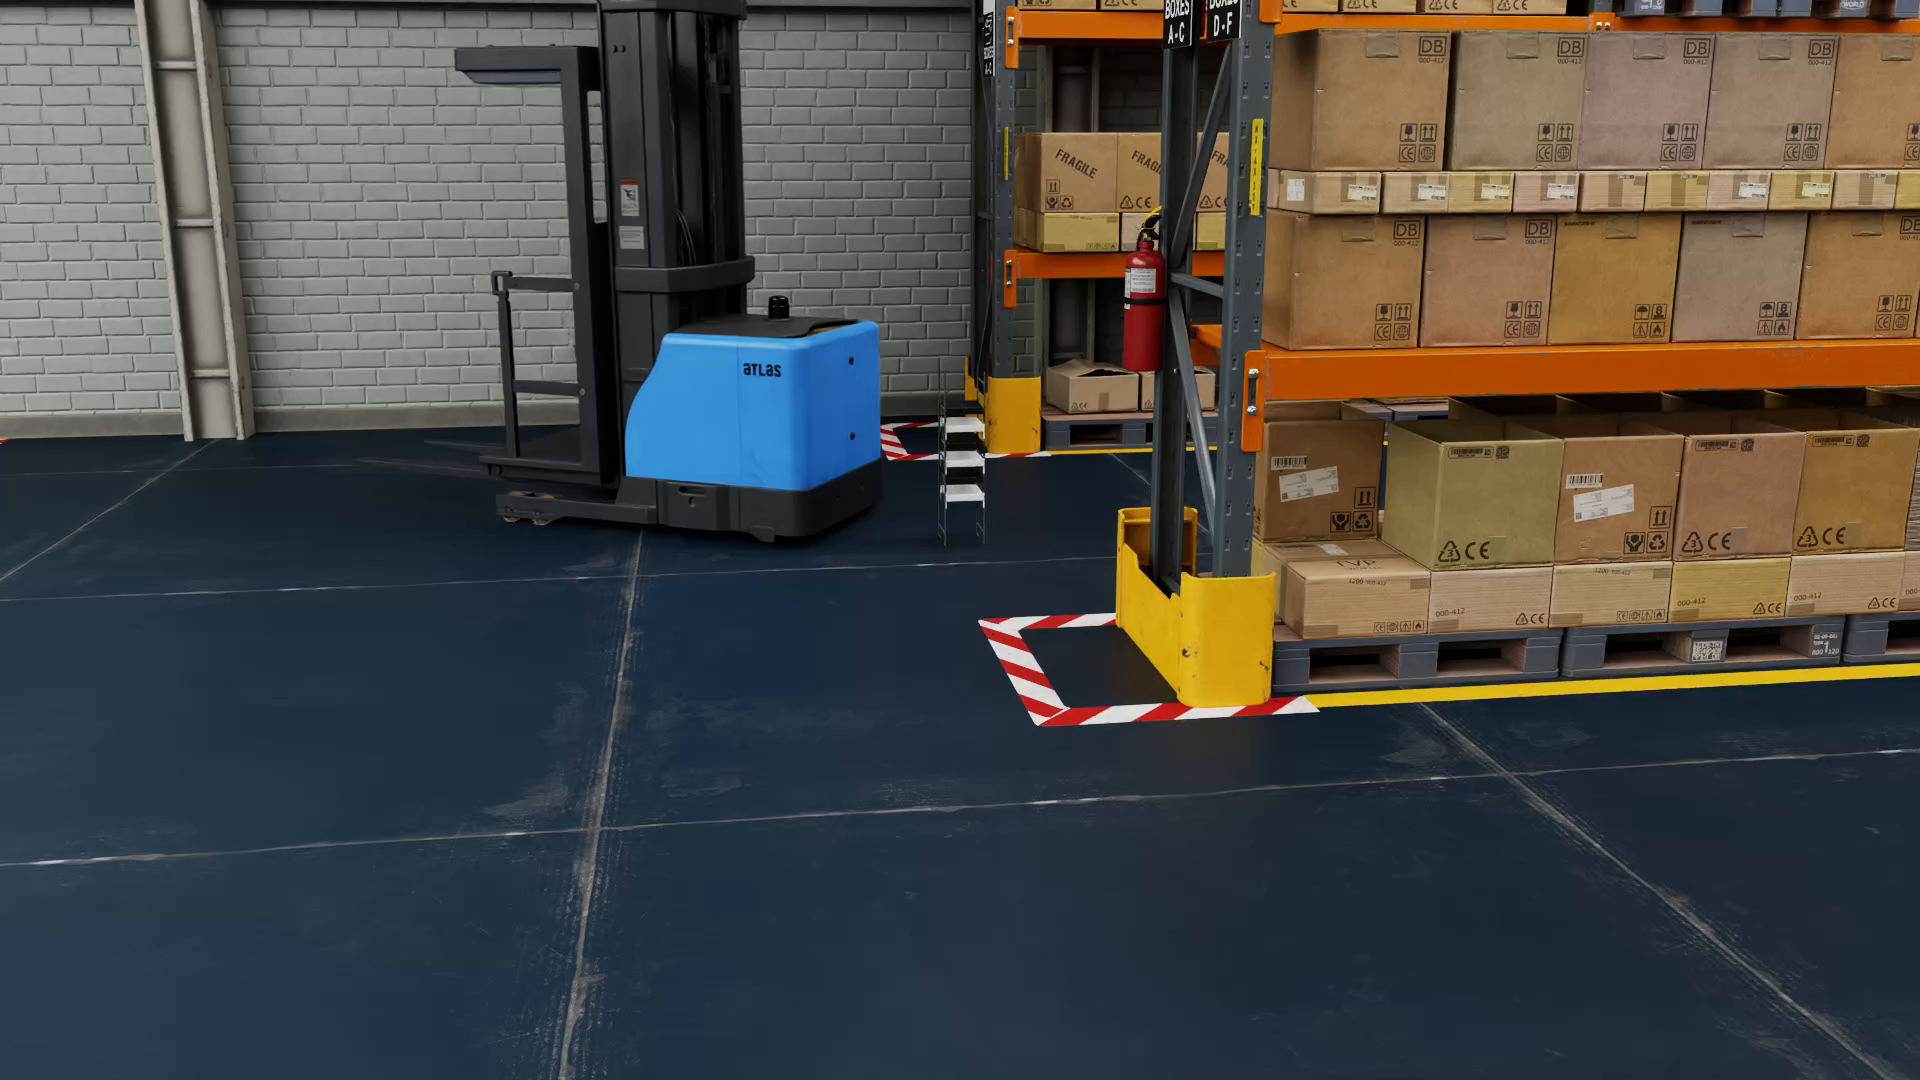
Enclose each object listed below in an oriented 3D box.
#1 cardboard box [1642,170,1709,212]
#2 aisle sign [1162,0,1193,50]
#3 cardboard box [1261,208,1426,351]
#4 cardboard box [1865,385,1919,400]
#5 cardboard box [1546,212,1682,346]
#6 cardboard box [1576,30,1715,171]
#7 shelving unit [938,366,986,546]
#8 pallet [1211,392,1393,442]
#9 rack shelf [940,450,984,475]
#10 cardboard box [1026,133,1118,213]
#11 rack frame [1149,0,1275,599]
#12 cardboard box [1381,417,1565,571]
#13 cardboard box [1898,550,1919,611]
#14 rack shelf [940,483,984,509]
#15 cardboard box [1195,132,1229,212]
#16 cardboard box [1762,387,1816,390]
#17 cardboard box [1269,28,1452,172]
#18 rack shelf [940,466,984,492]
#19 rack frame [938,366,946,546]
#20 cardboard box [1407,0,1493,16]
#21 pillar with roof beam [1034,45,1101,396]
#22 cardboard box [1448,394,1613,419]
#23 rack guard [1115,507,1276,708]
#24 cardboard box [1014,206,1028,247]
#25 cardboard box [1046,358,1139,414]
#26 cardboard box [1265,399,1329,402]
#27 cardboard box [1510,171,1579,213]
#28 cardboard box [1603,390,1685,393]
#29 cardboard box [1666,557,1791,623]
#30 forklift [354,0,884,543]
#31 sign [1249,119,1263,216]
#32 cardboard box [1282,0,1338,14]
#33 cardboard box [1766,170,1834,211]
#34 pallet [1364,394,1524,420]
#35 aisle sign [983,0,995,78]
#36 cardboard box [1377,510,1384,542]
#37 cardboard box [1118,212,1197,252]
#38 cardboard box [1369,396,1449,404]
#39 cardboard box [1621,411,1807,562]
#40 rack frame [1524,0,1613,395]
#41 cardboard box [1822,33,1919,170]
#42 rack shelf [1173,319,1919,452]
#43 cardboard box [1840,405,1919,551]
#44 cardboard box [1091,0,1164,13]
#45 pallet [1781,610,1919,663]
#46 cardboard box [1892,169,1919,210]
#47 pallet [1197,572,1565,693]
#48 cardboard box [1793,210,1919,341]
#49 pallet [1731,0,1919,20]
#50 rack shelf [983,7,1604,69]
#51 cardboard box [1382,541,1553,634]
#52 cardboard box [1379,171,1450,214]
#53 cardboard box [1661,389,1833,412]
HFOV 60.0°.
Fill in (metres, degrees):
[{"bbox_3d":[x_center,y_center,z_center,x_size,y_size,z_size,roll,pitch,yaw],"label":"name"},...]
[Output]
[{"bbox_3d":[2.646,-1.345,6.378,0.250,0.149,0.380,-2,14,-9],"label":"cardboard box"},{"bbox_3d":[0.844,-2.301,6.387,0.004,0.787,0.394,-2,14,-8],"label":"aisle sign"},{"bbox_3d":[1.416,-1.034,6.474,0.500,0.500,0.700,-2,14,-8],"label":"cardboard box"},{"bbox_3d":[4.403,-0.409,7.434,0.500,0.500,0.500,-2,14,-8],"label":"cardboard box"},{"bbox_3d":[2.426,-1.071,6.621,0.500,0.500,0.700,-2,14,-8],"label":"cardboard box"},{"bbox_3d":[2.486,-1.704,6.479,0.500,0.500,0.700,-2,14,-8],"label":"cardboard box"},{"bbox_3d":[0.008,-0.437,8.614,0.210,0.900,0.258,-2,14,-8],"label":"shelving unit"},{"bbox_3d":[2.298,-0.878,11.788,1.213,0.211,1.003,-2,14,-8],"label":"pallet"},{"bbox_3d":[0.008,-0.404,8.622,0.200,0.077,0.258,-2,14,-8],"label":"rack shelf"},{"bbox_3d":[0.728,-2.409,10.887,0.500,0.500,0.500,-2,14,-8],"label":"cardboard box"},{"bbox_3d":[0.952,-0.972,6.431,0.127,3.000,1.000,-2,14,-8],"label":"rack frame"},{"bbox_3d":[2.010,-0.190,6.561,0.500,0.500,0.500,-2,14,-8],"label":"cardboard box"},{"bbox_3d":[3.986,0.098,6.953,0.500,0.250,0.500,-2,14,-8],"label":"cardboard box"},{"bbox_3d":[0.008,-0.230,8.665,0.200,0.077,0.258,-2,14,-8],"label":"rack shelf"},{"bbox_3d":[1.730,-2.442,11.017,0.500,0.500,0.500,-3,14,-10],"label":"cardboard box"},{"bbox_3d":[5.905,-1.379,12.290,0.500,0.500,0.700,-2,14,-8],"label":"cardboard box"},{"bbox_3d":[1.468,-1.665,6.324,0.500,0.500,0.700,-2,14,-8],"label":"cardboard box"},{"bbox_3d":[0.008,-0.317,8.644,0.200,0.077,0.258,-2,14,-8],"label":"rack shelf"},{"bbox_3d":[-0.093,-0.433,8.599,0.006,0.900,0.240,-2,14,-8],"label":"rack frame"},{"bbox_3d":[3.202,-3.728,11.009,0.500,0.500,0.500,-3,14,-13],"label":"cardboard box"},{"bbox_3d":[1.415,-4.271,7.254,0.400,9.000,9.100,-2,14,-8],"label":"pillar with roof beam"},{"bbox_3d":[2.425,-0.336,7.144,0.500,0.500,0.500,-2,14,-8],"label":"cardboard box"},{"bbox_3d":[0.929,0.241,6.731,0.348,0.500,1.175,-2,14,-8],"label":"rack guard"},{"bbox_3d":[0.644,-2.164,11.451,0.500,0.250,0.500,-2,14,-7],"label":"cardboard box"},{"bbox_3d":[0.908,-1.076,11.469,0.500,0.311,0.500,-4,15,-15],"label":"cardboard box"},{"bbox_3d":[2.205,-1.203,11.586,0.500,0.500,0.700,-3,14,-12],"label":"cardboard box"},{"bbox_3d":[2.130,-1.325,6.300,0.250,0.149,0.380,-2,14,-9],"label":"cardboard box"},{"bbox_3d":[4.891,-1.340,12.132,0.500,0.500,0.700,-2,14,-6],"label":"cardboard box"},{"bbox_3d":[2.999,0.138,6.794,0.500,0.250,0.500,-2,14,-8],"label":"cardboard box"},{"bbox_3d":[-1.998,-1.613,9.128,3.031,2.935,1.130,5,15,21],"label":"forklift"},{"bbox_3d":[1.029,-1.296,5.783,0.005,0.325,0.100,-2,14,-8],"label":"sign"},{"bbox_3d":[2.154,-3.684,10.831,0.500,0.500,0.500,-1,14,-5],"label":"cardboard box"},{"bbox_3d":[3.153,-1.363,6.450,0.250,0.149,0.380,-2,14,-6],"label":"cardboard box"},{"bbox_3d":[3.507,-0.923,11.968,1.213,0.211,1.003,-2,14,-8],"label":"pallet"},{"bbox_3d":[0.184,-3.350,10.567,0.004,0.787,0.394,-2,14,-8],"label":"aisle sign"},{"bbox_3d":[1.931,0.047,7.159,0.500,0.250,0.500,-2,14,-8],"label":"cardboard box"},{"bbox_3d":[1.252,-2.064,11.052,0.500,0.250,0.500,-3,14,-10],"label":"cardboard box"},{"bbox_3d":[3.146,-1.262,11.822,0.500,0.500,0.500,-3,14,-13],"label":"cardboard box"},{"bbox_3d":[2.999,-0.225,6.701,0.500,0.500,0.500,-2,14,-8],"label":"cardboard box"},{"bbox_3d":[4.166,-2.308,11.760,0.127,3.000,1.000,-2,14,-8],"label":"rack frame"},{"bbox_3d":[3.475,-1.740,6.623,0.500,0.500,0.700,-2,14,-8],"label":"cardboard box"},{"bbox_3d":[2.930,-0.695,6.807,4.000,0.370,1.077,-2,14,-8],"label":"rack shelf"},{"bbox_3d":[3.986,-0.266,6.863,0.500,0.500,0.500,-2,14,-8],"label":"cardboard box"},{"bbox_3d":[1.115,-3.639,10.654,0.500,0.500,0.500,-1,14,-5],"label":"cardboard box"},{"bbox_3d":[4.115,0.254,7.273,1.213,0.211,1.003,-2,14,-8],"label":"pallet"},{"bbox_3d":[3.664,-1.382,6.528,0.250,0.149,0.380,-2,14,-9],"label":"cardboard box"},{"bbox_3d":[1.702,0.343,6.921,1.213,0.211,1.003,-2,14,-8],"label":"pallet"},{"bbox_3d":[3.453,-1.110,6.775,0.500,0.500,0.700,-2,14,-7],"label":"cardboard box"},{"bbox_3d":[5.817,-3.707,11.557,1.003,0.211,1.213,-2,14,-8],"label":"pallet"},{"bbox_3d":[2.188,-3.342,11.193,4.000,0.370,1.077,-2,14,-8],"label":"rack shelf"},{"bbox_3d":[2.010,0.173,6.654,0.500,0.250,0.500,-2,14,-8],"label":"cardboard box"},{"bbox_3d":[1.633,-1.308,6.231,0.250,0.149,0.380,-2,14,-10],"label":"cardboard box"},{"bbox_3d":[3.414,-0.373,7.290,0.500,0.500,0.500,-2,14,-8],"label":"cardboard box"}]
